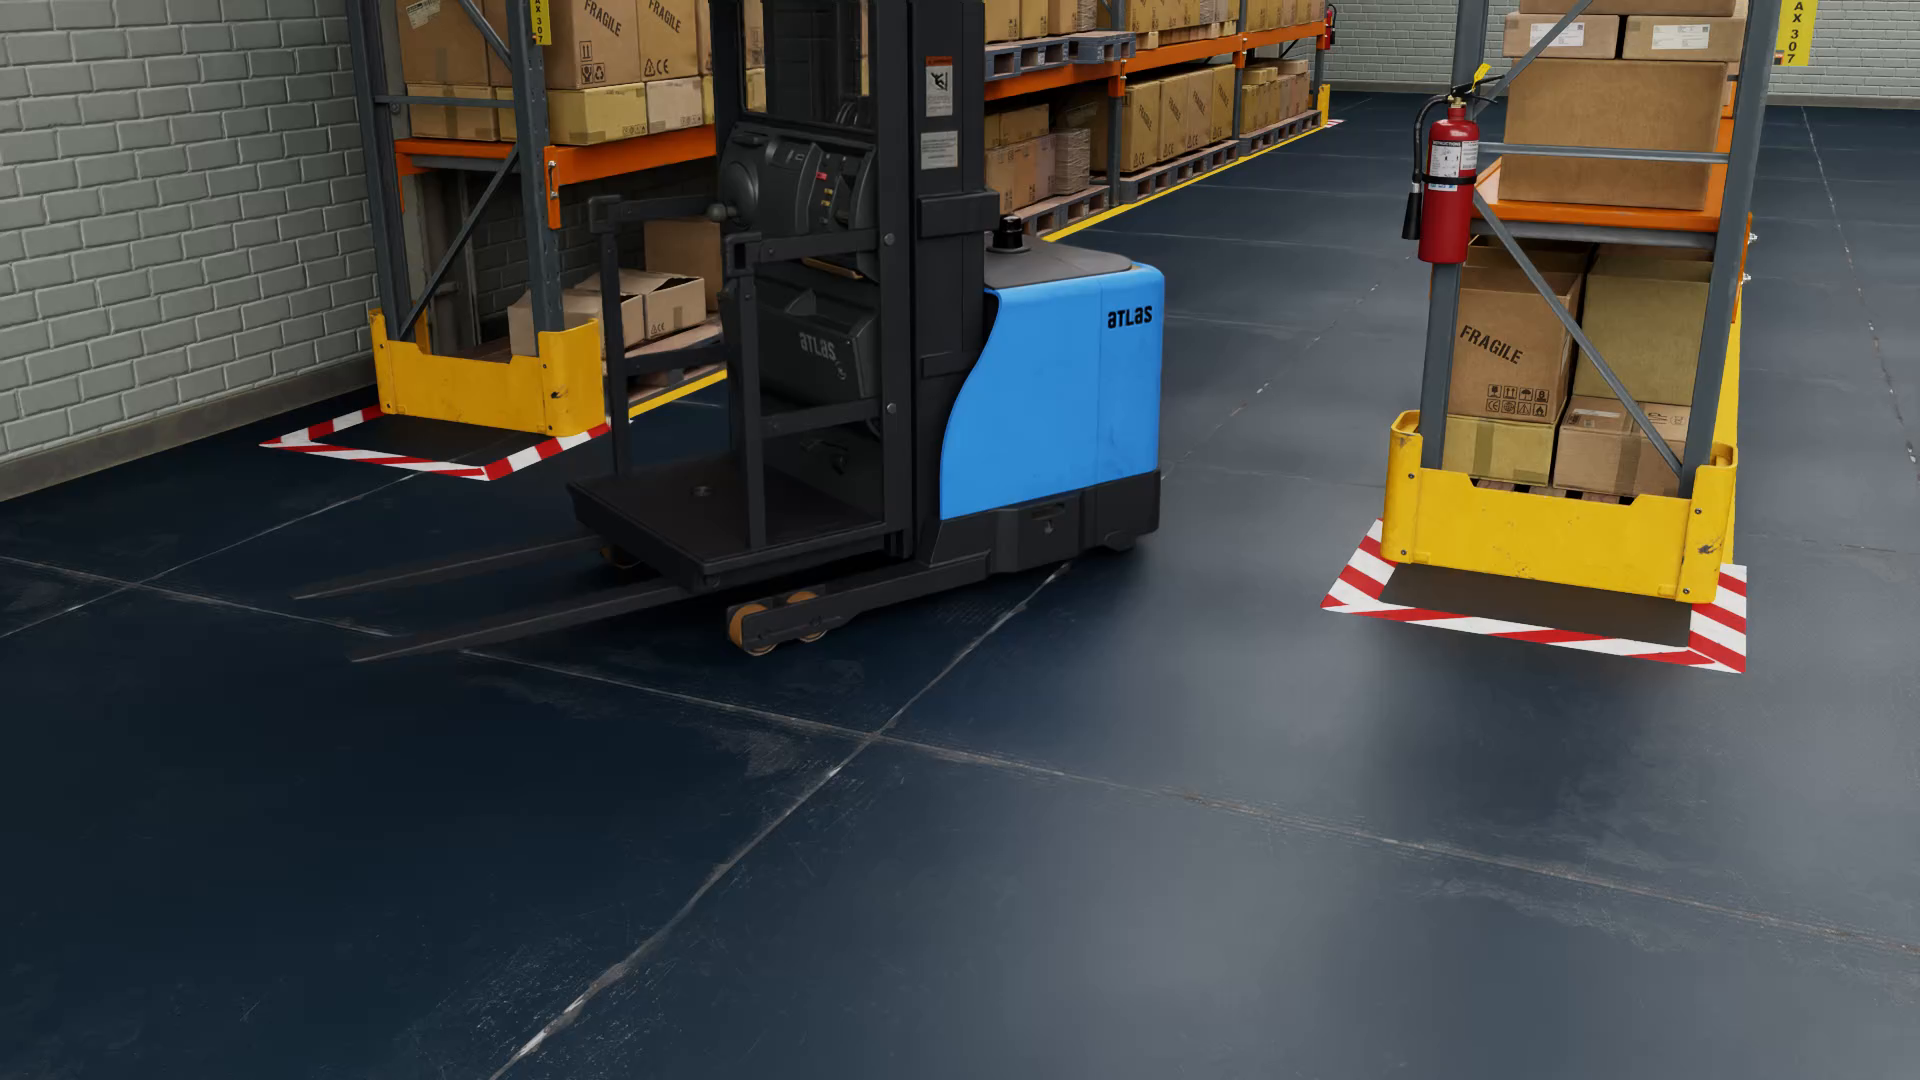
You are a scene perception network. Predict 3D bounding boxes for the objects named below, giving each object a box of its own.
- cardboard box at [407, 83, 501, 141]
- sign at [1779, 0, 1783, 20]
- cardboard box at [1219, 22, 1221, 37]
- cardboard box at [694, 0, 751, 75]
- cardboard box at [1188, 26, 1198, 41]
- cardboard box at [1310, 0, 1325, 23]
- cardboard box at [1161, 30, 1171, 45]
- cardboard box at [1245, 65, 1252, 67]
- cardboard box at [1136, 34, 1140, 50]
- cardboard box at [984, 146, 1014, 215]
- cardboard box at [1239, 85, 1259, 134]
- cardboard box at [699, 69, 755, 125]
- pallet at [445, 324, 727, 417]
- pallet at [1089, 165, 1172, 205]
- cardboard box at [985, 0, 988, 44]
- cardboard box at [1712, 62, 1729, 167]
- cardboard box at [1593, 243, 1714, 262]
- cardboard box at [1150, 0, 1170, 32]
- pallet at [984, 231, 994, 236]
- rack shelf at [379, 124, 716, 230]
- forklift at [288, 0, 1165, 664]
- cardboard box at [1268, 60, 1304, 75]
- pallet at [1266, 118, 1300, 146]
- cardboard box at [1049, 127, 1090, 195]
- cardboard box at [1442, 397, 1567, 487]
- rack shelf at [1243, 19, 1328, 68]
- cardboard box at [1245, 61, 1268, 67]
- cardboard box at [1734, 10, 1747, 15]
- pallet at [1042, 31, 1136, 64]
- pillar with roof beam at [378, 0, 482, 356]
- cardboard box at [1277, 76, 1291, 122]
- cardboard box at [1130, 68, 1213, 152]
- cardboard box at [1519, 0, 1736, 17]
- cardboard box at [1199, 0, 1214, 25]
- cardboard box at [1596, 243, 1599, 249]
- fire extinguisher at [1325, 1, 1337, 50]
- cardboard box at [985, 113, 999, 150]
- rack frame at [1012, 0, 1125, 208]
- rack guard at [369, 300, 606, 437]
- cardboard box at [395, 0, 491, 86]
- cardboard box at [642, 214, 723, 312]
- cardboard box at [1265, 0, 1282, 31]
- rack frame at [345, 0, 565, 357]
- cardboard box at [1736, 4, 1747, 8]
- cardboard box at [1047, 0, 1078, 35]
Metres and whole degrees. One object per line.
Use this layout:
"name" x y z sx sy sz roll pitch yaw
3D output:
"cardboard box" -2.321 -2.109 8.115 0.500 0.250 0.500 9 21 23
"sign" 4.330 -2.914 8.776 0.100 0.325 0.005 9 21 23
"cardboard box" 2.469 -5.264 17.140 0.380 0.149 0.250 9 22 24
"cardboard box" -1.437 -2.704 8.670 0.500 0.500 0.500 8 21 21
"cardboard box" 2.138 -5.035 16.496 0.380 0.149 0.250 8 21 21
"cardboard box" 4.017 -6.876 20.878 0.980 0.700 0.700 10 22 25
"cardboard box" 1.788 -4.803 15.843 0.380 0.149 0.250 9 21 24
"cardboard box" 3.268 -5.590 19.846 0.380 0.149 0.250 8 21 22
"cardboard box" 1.398 -4.482 14.939 0.380 0.149 0.250 9 21 23
"cardboard box" 0.000 -2.795 12.926 0.700 0.500 0.500 9 21 23
"cardboard box" 2.978 -4.903 18.884 0.700 0.500 0.500 9 21 23
"cardboard box" -1.432 -2.360 8.823 0.500 0.250 0.500 8 21 22
"pallet" -1.939 -0.953 8.834 1.003 0.211 1.213 9 21 23
"pallet" 1.332 -3.363 15.609 1.003 0.211 1.213 9 21 23
"cardboard box" -0.223 -3.798 11.867 0.700 0.500 0.500 11 22 28
"cardboard box" 2.807 -1.822 6.966 0.700 0.500 0.500 9 21 23
"cardboard box" 3.004 -1.019 7.214 0.500 0.500 0.500 9 21 23
"cardboard box" 1.596 -4.915 15.189 0.500 0.500 0.500 9 22 24
"pallet" -0.380 -2.148 12.192 1.003 0.211 1.213 9 21 23
"rack shelf" -1.516 -2.273 9.457 1.077 0.370 4.000 9 21 23
"forklift" -0.728 -1.205 5.484 3.031 2.935 1.130 -14 24 -33
"cardboard box" 4.031 -5.847 20.569 0.380 0.149 0.250 9 22 24
"pallet" 3.459 -4.951 20.075 1.003 0.211 1.213 9 21 23
"cardboard box" 0.693 -3.248 14.200 0.700 0.500 0.500 9 21 23
"cardboard box" 2.135 -0.429 6.674 0.500 0.250 0.500 9 21 23
"rack shelf" 3.397 -5.941 19.772 1.077 0.370 4.000 9 21 23
"cardboard box" 3.580 -5.824 20.504 0.380 0.149 0.250 9 21 23
"cardboard box" 2.752 -1.922 6.280 0.380 0.149 0.250 9 21 23
"pallet" 0.746 -4.123 13.872 1.213 0.211 1.003 9 21 23
"pillar with roof beam" 1.090 -4.569 5.886 9.100 9.000 0.400 9 21 23
"cardboard box" 3.611 -5.377 20.216 0.700 0.500 0.500 8 21 21
"cardboard box" 2.070 -4.365 16.848 0.750 0.750 0.750 9 22 24
"cardboard box" 2.410 -2.137 5.917 0.700 0.500 0.500 9 21 23
"cardboard box" 2.206 -5.380 16.497 0.500 0.500 0.500 9 21 23
"cardboard box" 2.736 -1.243 7.844 0.500 0.500 0.500 9 21 23
"fire extinguisher" 4.699 -6.662 21.397 0.296 0.674 0.183 9 21 23
"cardboard box" -0.024 -3.128 12.742 0.500 0.250 0.500 8 21 21
"rack frame" 0.940 -4.446 14.494 1.000 3.000 0.127 9 21 23
"rack guard" -2.304 -0.846 8.101 1.175 0.500 0.348 9 21 23
"cardboard box" -2.336 -2.466 8.000 0.500 0.500 0.500 8 21 22
"cardboard box" -1.391 -1.621 9.624 0.700 0.500 0.500 7 21 19
"cardboard box" 3.119 -6.196 18.967 0.980 0.700 0.700 8 21 21
"rack frame" -2.335 -2.000 7.617 1.000 3.000 0.127 9 21 23
"cardboard box" 3.068 -2.159 6.946 0.380 0.149 0.250 8 21 22
"cardboard box" 0.553 -4.381 13.504 0.700 0.500 0.500 6 21 18
